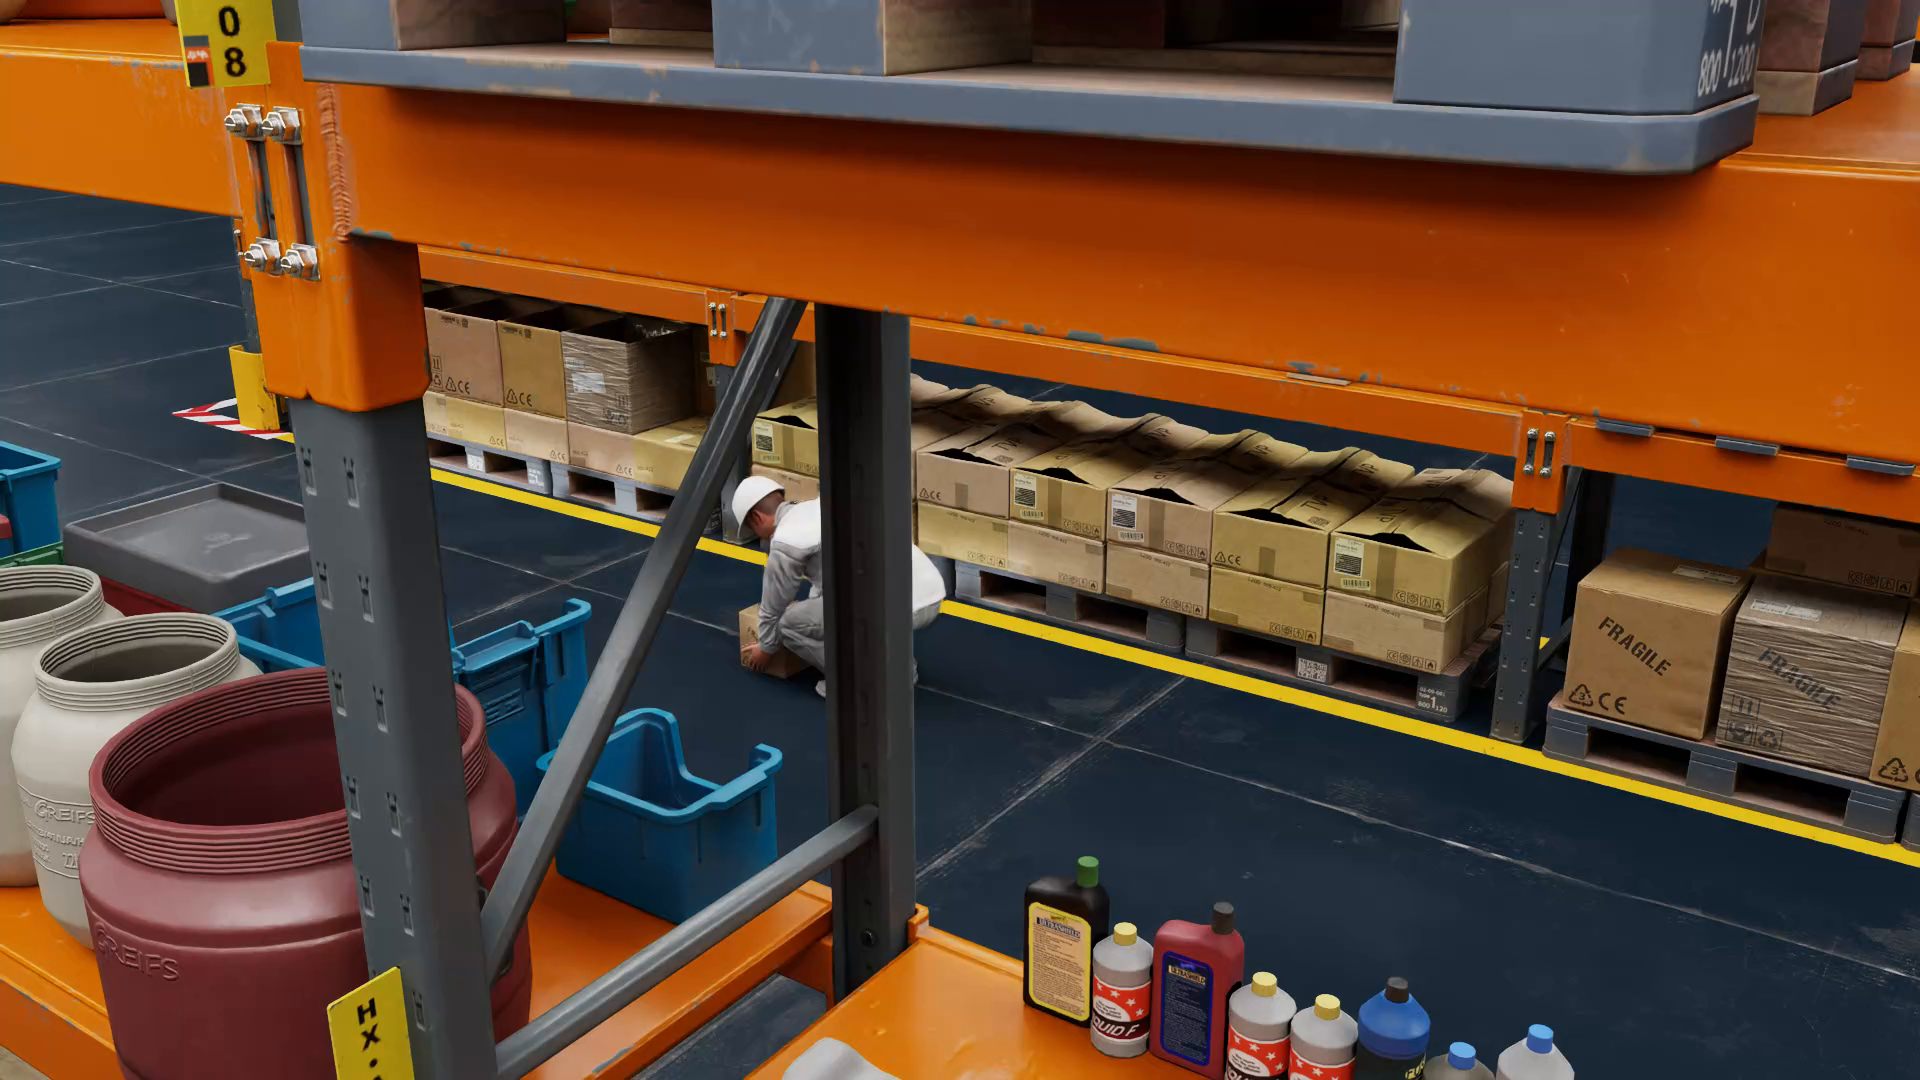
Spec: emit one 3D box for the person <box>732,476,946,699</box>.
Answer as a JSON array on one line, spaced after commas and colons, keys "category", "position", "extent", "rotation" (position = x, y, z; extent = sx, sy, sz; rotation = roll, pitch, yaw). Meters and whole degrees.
[{"category": "person", "position": [-0.519, 0.202, 6.878], "extent": [0.927, 0.871, 0.527], "rotation": [13, 23, 32]}]
